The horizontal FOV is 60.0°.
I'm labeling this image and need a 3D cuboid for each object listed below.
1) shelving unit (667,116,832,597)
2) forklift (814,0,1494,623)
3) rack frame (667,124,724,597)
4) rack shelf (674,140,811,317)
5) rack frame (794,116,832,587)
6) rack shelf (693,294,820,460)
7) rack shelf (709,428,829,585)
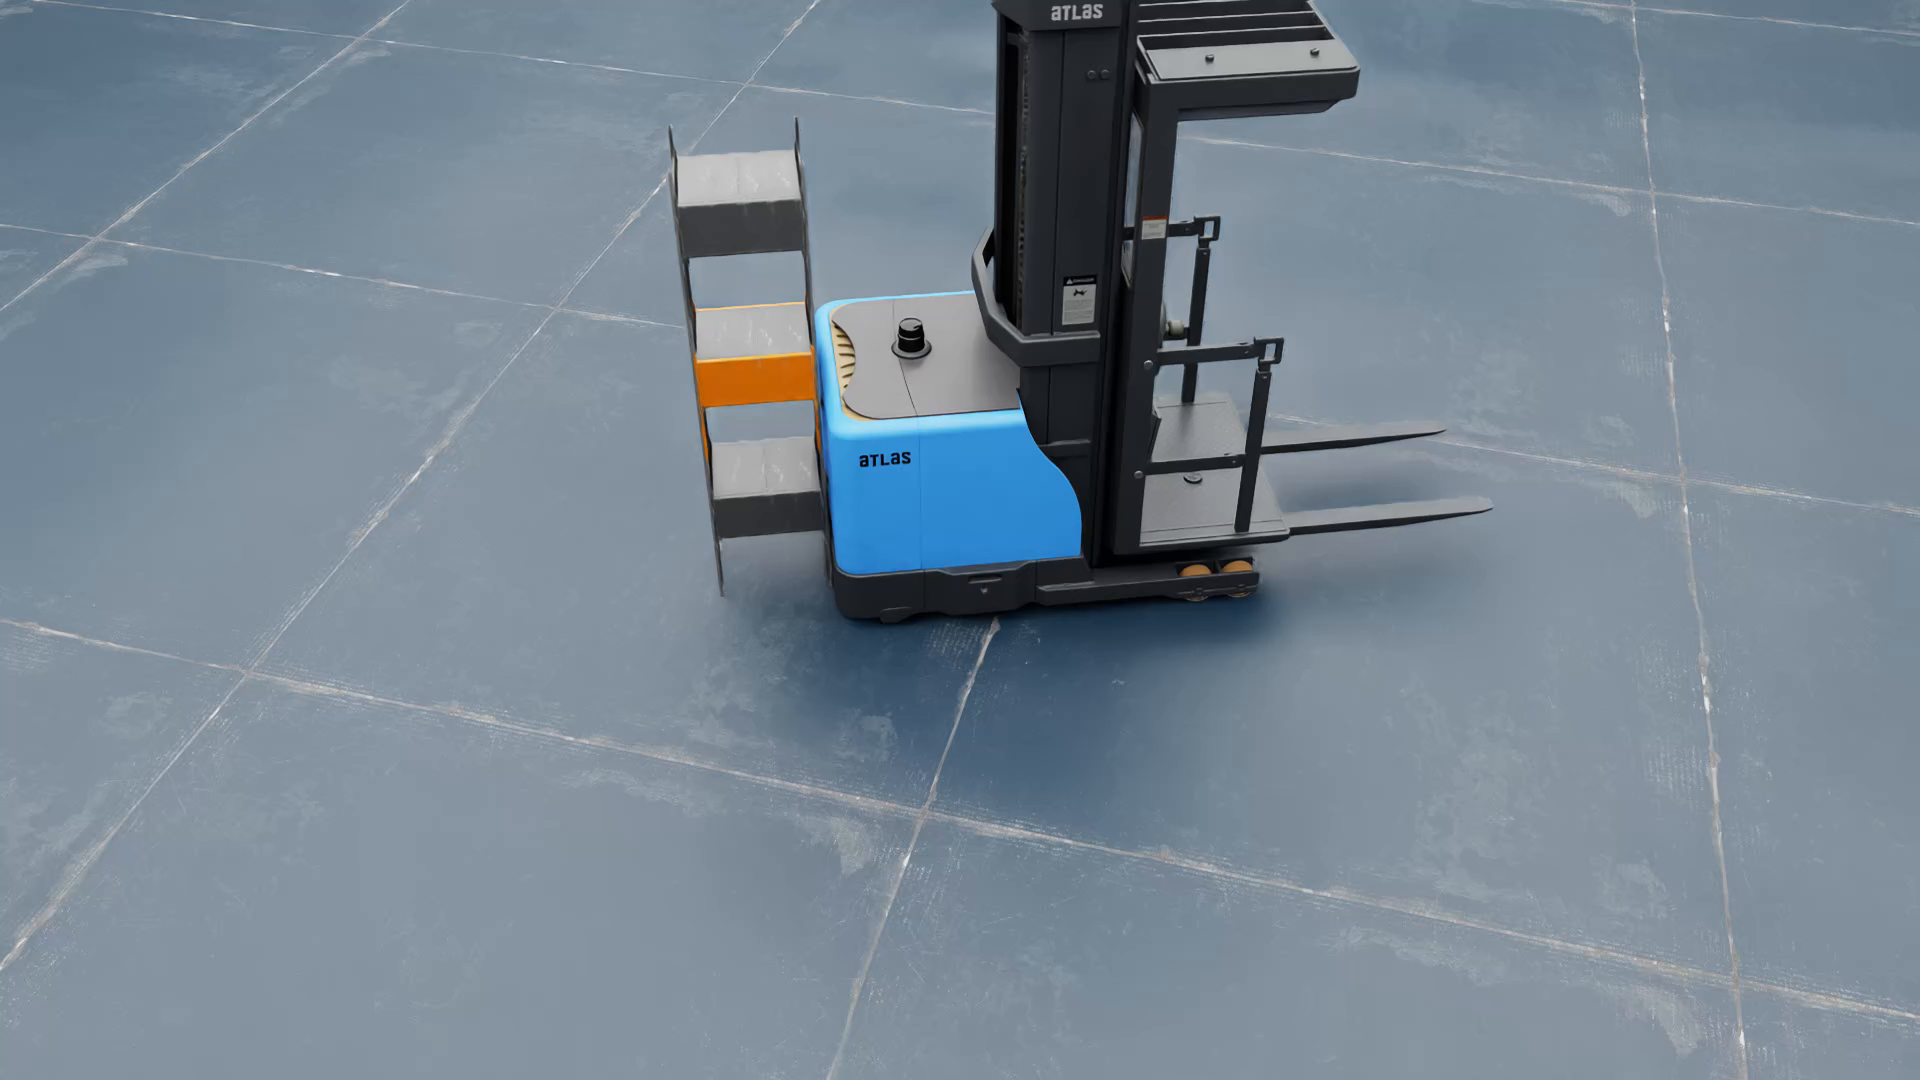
[{"bbox_3d":[-0.854,-0.697,6.972,0.503,2.100,0.431,-5,40,-6],"label":"shelving unit"},{"bbox_3d":[0.901,-1.181,6.902,3.031,2.935,1.130,-5,40,-6],"label":"forklift"},{"bbox_3d":[-1.096,-0.676,6.947,0.015,2.100,0.400,-5,40,-6],"label":"rack frame"},{"bbox_3d":[-0.854,-1.223,6.531,0.480,0.518,0.431,-5,40,-6],"label":"rack shelf"},{"bbox_3d":[-0.612,-0.719,6.998,0.015,2.100,0.400,-5,40,-6],"label":"rack frame"},{"bbox_3d":[-0.854,-0.687,6.981,0.480,0.518,0.431,-5,40,-6],"label":"rack shelf"},{"bbox_3d":[-0.854,-0.151,7.431,0.480,0.518,0.431,-5,40,-6],"label":"rack shelf"}]
